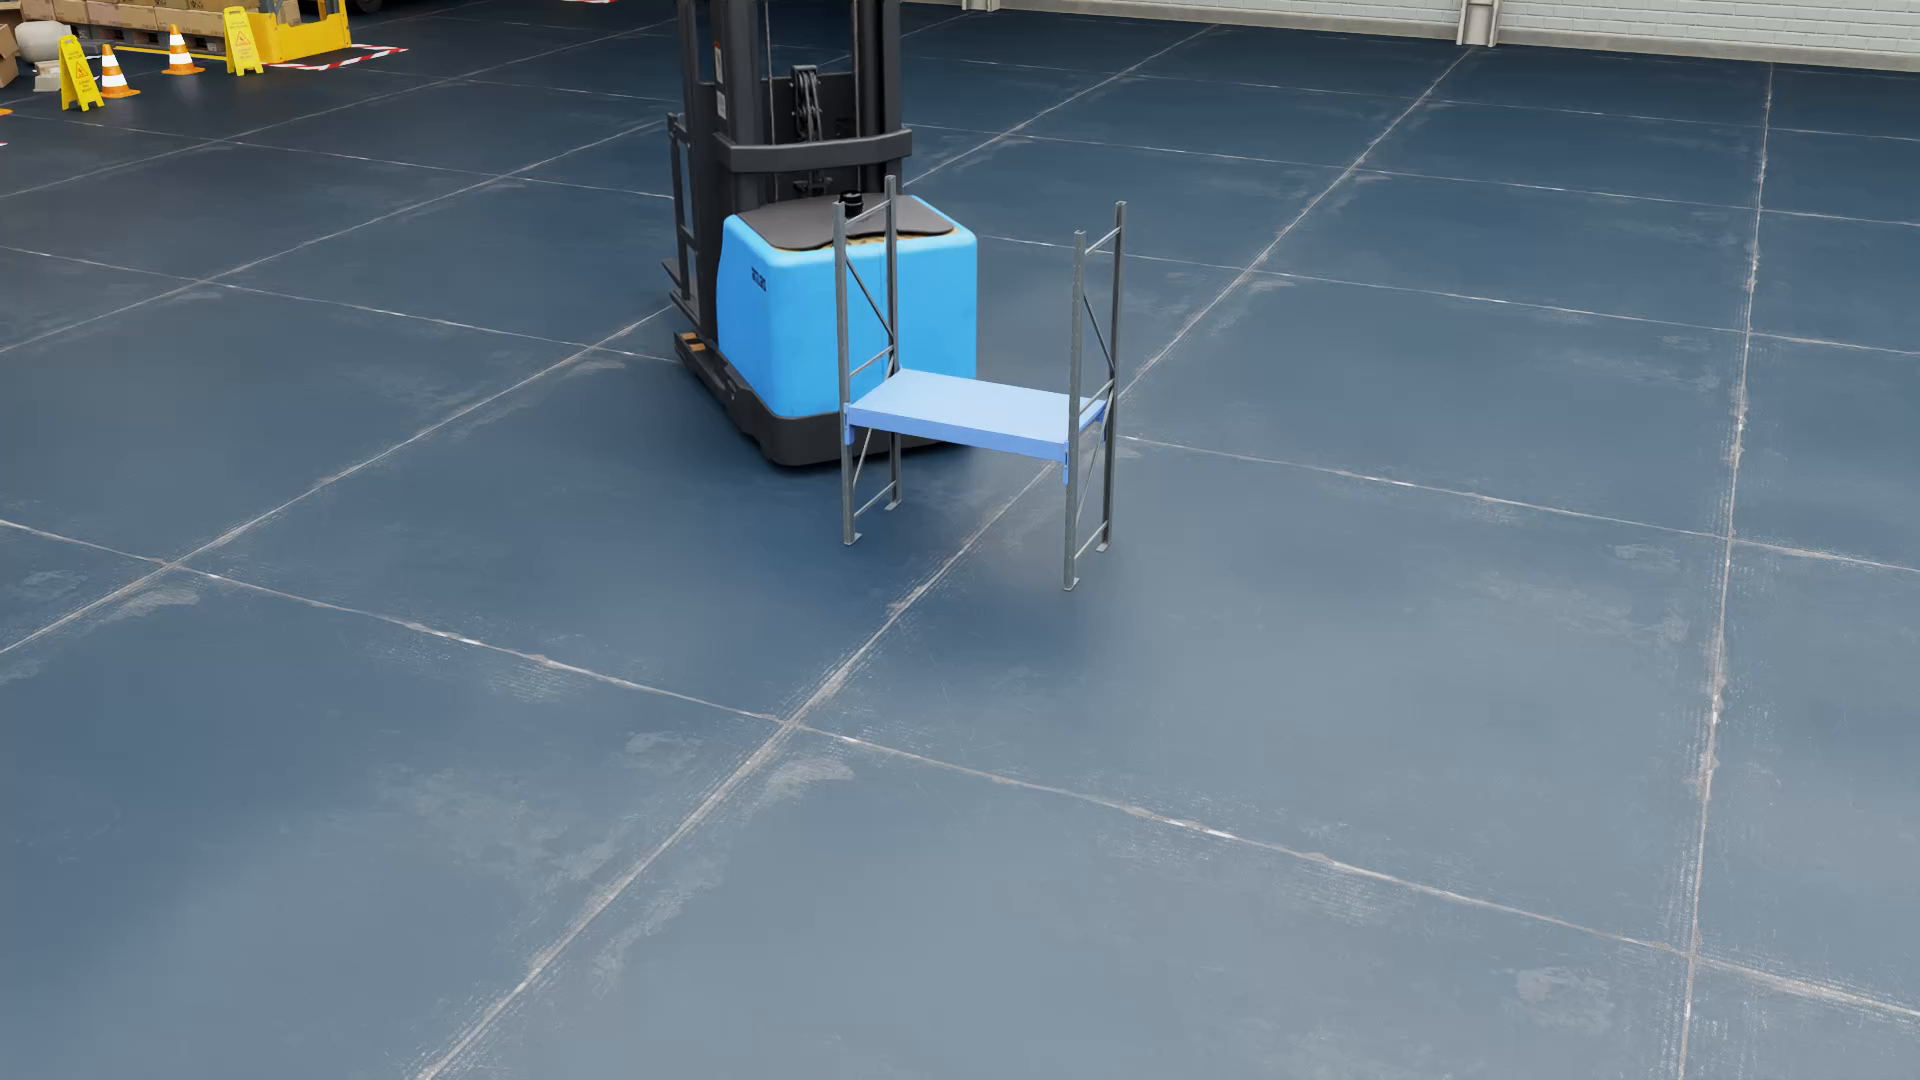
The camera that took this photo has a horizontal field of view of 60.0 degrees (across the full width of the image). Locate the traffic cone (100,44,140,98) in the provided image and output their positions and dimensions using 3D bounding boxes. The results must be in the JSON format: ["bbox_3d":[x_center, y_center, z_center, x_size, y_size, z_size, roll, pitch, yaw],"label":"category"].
[{"bbox_3d":[-8.063,-4.472,15.808,0.334,0.463,0.336,11,28,22],"label":"traffic cone"}]

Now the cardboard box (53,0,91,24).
[{"bbox_3d":[-9.713,-5.935,18.546,0.500,0.250,0.500,13,29,25],"label":"cardboard box"}]

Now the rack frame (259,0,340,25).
[{"bbox_3d":[-6.988,-6.558,17.175,0.127,3.000,1.000,11,28,22],"label":"rack frame"}]

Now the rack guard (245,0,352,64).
[{"bbox_3d":[-7.057,-5.451,17.755,0.348,0.500,1.175,11,28,22],"label":"rack guard"}]

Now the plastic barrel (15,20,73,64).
[{"bbox_3d":[-9.495,-5.171,17.274,0.512,0.421,0.421,-12,29,-23],"label":"plastic barrel"}]

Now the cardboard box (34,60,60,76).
[{"bbox_3d":[-9.017,-4.707,16.641,0.380,0.149,0.250,-18,31,-31],"label":"cardboard box"}]

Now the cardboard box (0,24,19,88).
[{"bbox_3d":[-9.635,-4.741,16.311,0.637,0.503,0.797,-7,27,-14],"label":"cardboard box"}]

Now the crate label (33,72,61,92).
[{"bbox_3d":[-8.805,-4.444,16.122,0.298,0.136,0.250,-2,26,-5],"label":"crate label"}]

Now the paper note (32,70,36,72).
[{"bbox_3d":[-9.384,-4.809,16.996,0.142,0.019,0.148,23,35,39],"label":"paper note"}]

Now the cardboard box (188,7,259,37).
[{"bbox_3d":[-7.857,-5.557,17.779,0.500,0.250,0.500,11,28,22],"label":"cardboard box"}]

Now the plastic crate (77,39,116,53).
[{"bbox_3d":[-9.540,-5.363,18.052,0.583,0.080,0.402,2,26,4],"label":"plastic crate"}]

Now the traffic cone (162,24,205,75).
[{"bbox_3d":[-7.913,-4.980,16.841,0.334,0.463,0.336,11,28,22],"label":"traffic cone"}]

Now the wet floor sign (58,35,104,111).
[{"bbox_3d":[-8.099,-4.284,15.221,0.232,0.644,0.267,6,27,13],"label":"wet floor sign"}]

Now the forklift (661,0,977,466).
[{"bbox_3d":[-0.942,-2.289,8.580,1.130,2.935,3.031,-11,28,-20],"label":"forklift"}]

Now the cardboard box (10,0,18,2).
[{"bbox_3d":[-11.108,-6.394,19.341,0.625,0.372,0.950,12,29,22],"label":"cardboard box"}]

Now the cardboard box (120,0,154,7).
[{"bbox_3d":[-8.758,-6.080,17.992,0.500,0.500,0.500,11,28,21],"label":"cardboard box"}]

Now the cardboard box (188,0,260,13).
[{"bbox_3d":[-7.825,-5.891,17.608,0.500,0.500,0.500,12,28,22],"label":"cardboard box"}]

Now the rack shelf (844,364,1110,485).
[{"bbox_3d":[0.078,-0.496,6.967,1.000,0.185,0.538,11,28,22],"label":"rack shelf"}]

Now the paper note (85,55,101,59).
[{"bbox_3d":[-9.197,-5.119,17.613,0.148,0.019,0.142,2,26,4],"label":"paper note"}]

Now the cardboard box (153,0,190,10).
[{"bbox_3d":[-8.302,-5.985,17.799,0.500,0.500,0.500,12,29,24],"label":"cardboard box"}]

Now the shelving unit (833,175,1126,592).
[{"bbox_3d":[0.078,-0.657,6.887,1.048,1.500,0.538,11,28,22],"label":"shelving unit"}]

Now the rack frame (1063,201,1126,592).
[{"bbox_3d":[0.540,-0.564,6.698,0.032,1.500,0.500,11,28,22],"label":"rack frame"}]

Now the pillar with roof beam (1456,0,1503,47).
[{"bbox_3d":[3.944,-7.811,12.927,0.400,9.000,9.100,11,28,22],"label":"pillar with roof beam"}]

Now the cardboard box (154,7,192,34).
[{"bbox_3d":[-8.304,-5.651,17.969,0.500,0.250,0.500,11,28,22],"label":"cardboard box"}]

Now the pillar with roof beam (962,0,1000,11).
[{"bbox_3d":[-1.518,-8.908,15.155,0.400,9.000,9.100,11,28,22],"label":"pillar with roof beam"}]

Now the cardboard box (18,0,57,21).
[{"bbox_3d":[-10.204,-6.028,18.735,0.500,0.250,0.500,10,28,19],"label":"cardboard box"}]

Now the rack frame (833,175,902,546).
[{"bbox_3d":[-0.385,-0.750,7.076,0.032,1.500,0.500,11,28,22],"label":"rack frame"}]

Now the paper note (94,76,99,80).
[{"bbox_3d":[-8.673,-4.599,16.556,0.142,0.019,0.148,2,26,4],"label":"paper note"}]

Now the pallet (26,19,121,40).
[{"bbox_3d":[-10.003,-5.930,19.055,1.213,0.211,1.003,11,28,22],"label":"pallet"}]

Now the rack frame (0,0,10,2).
[{"bbox_3d":[-10.629,-7.290,18.660,0.127,3.000,1.000,11,28,22],"label":"rack frame"}]

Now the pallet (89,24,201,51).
[{"bbox_3d":[-8.889,-5.708,18.604,1.213,0.211,1.003,11,28,22],"label":"pallet"}]

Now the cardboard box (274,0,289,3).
[{"bbox_3d":[-7.630,-6.112,18.057,0.500,0.500,0.500,10,28,20],"label":"cardboard box"}]

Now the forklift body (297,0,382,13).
[{"bbox_3d":[-7.418,-7.787,20.632,1.214,2.155,2.313,11,28,22],"label":"forklift body"}]

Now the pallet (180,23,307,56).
[{"bbox_3d":[-7.782,-5.484,18.149,1.213,0.211,1.003,11,28,22],"label":"pallet"}]

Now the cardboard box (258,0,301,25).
[{"bbox_3d":[-7.608,-5.772,18.215,0.500,0.250,0.500,11,28,21],"label":"cardboard box"}]

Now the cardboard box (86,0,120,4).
[{"bbox_3d":[-9.241,-6.176,18.186,0.500,0.500,0.500,13,29,24],"label":"cardboard box"}]

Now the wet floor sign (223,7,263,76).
[{"bbox_3d":[-7.258,-5.037,16.750,0.232,0.644,0.267,23,35,39],"label":"wet floor sign"}]

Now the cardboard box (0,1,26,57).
[{"bbox_3d":[-10.217,-5.426,17.702,0.500,0.500,0.500,-12,29,-23],"label":"cardboard box"}]

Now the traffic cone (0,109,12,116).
[{"bbox_3d":[-8.841,-4.079,15.012,0.334,0.463,0.336,11,28,22],"label":"traffic cone"}]

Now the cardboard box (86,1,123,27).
[{"bbox_3d":[-9.229,-5.839,18.351,0.500,0.250,0.500,11,28,21],"label":"cardboard box"}]

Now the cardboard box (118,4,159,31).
[{"bbox_3d":[-8.782,-5.744,18.158,0.500,0.250,0.500,10,28,20],"label":"cardboard box"}]
